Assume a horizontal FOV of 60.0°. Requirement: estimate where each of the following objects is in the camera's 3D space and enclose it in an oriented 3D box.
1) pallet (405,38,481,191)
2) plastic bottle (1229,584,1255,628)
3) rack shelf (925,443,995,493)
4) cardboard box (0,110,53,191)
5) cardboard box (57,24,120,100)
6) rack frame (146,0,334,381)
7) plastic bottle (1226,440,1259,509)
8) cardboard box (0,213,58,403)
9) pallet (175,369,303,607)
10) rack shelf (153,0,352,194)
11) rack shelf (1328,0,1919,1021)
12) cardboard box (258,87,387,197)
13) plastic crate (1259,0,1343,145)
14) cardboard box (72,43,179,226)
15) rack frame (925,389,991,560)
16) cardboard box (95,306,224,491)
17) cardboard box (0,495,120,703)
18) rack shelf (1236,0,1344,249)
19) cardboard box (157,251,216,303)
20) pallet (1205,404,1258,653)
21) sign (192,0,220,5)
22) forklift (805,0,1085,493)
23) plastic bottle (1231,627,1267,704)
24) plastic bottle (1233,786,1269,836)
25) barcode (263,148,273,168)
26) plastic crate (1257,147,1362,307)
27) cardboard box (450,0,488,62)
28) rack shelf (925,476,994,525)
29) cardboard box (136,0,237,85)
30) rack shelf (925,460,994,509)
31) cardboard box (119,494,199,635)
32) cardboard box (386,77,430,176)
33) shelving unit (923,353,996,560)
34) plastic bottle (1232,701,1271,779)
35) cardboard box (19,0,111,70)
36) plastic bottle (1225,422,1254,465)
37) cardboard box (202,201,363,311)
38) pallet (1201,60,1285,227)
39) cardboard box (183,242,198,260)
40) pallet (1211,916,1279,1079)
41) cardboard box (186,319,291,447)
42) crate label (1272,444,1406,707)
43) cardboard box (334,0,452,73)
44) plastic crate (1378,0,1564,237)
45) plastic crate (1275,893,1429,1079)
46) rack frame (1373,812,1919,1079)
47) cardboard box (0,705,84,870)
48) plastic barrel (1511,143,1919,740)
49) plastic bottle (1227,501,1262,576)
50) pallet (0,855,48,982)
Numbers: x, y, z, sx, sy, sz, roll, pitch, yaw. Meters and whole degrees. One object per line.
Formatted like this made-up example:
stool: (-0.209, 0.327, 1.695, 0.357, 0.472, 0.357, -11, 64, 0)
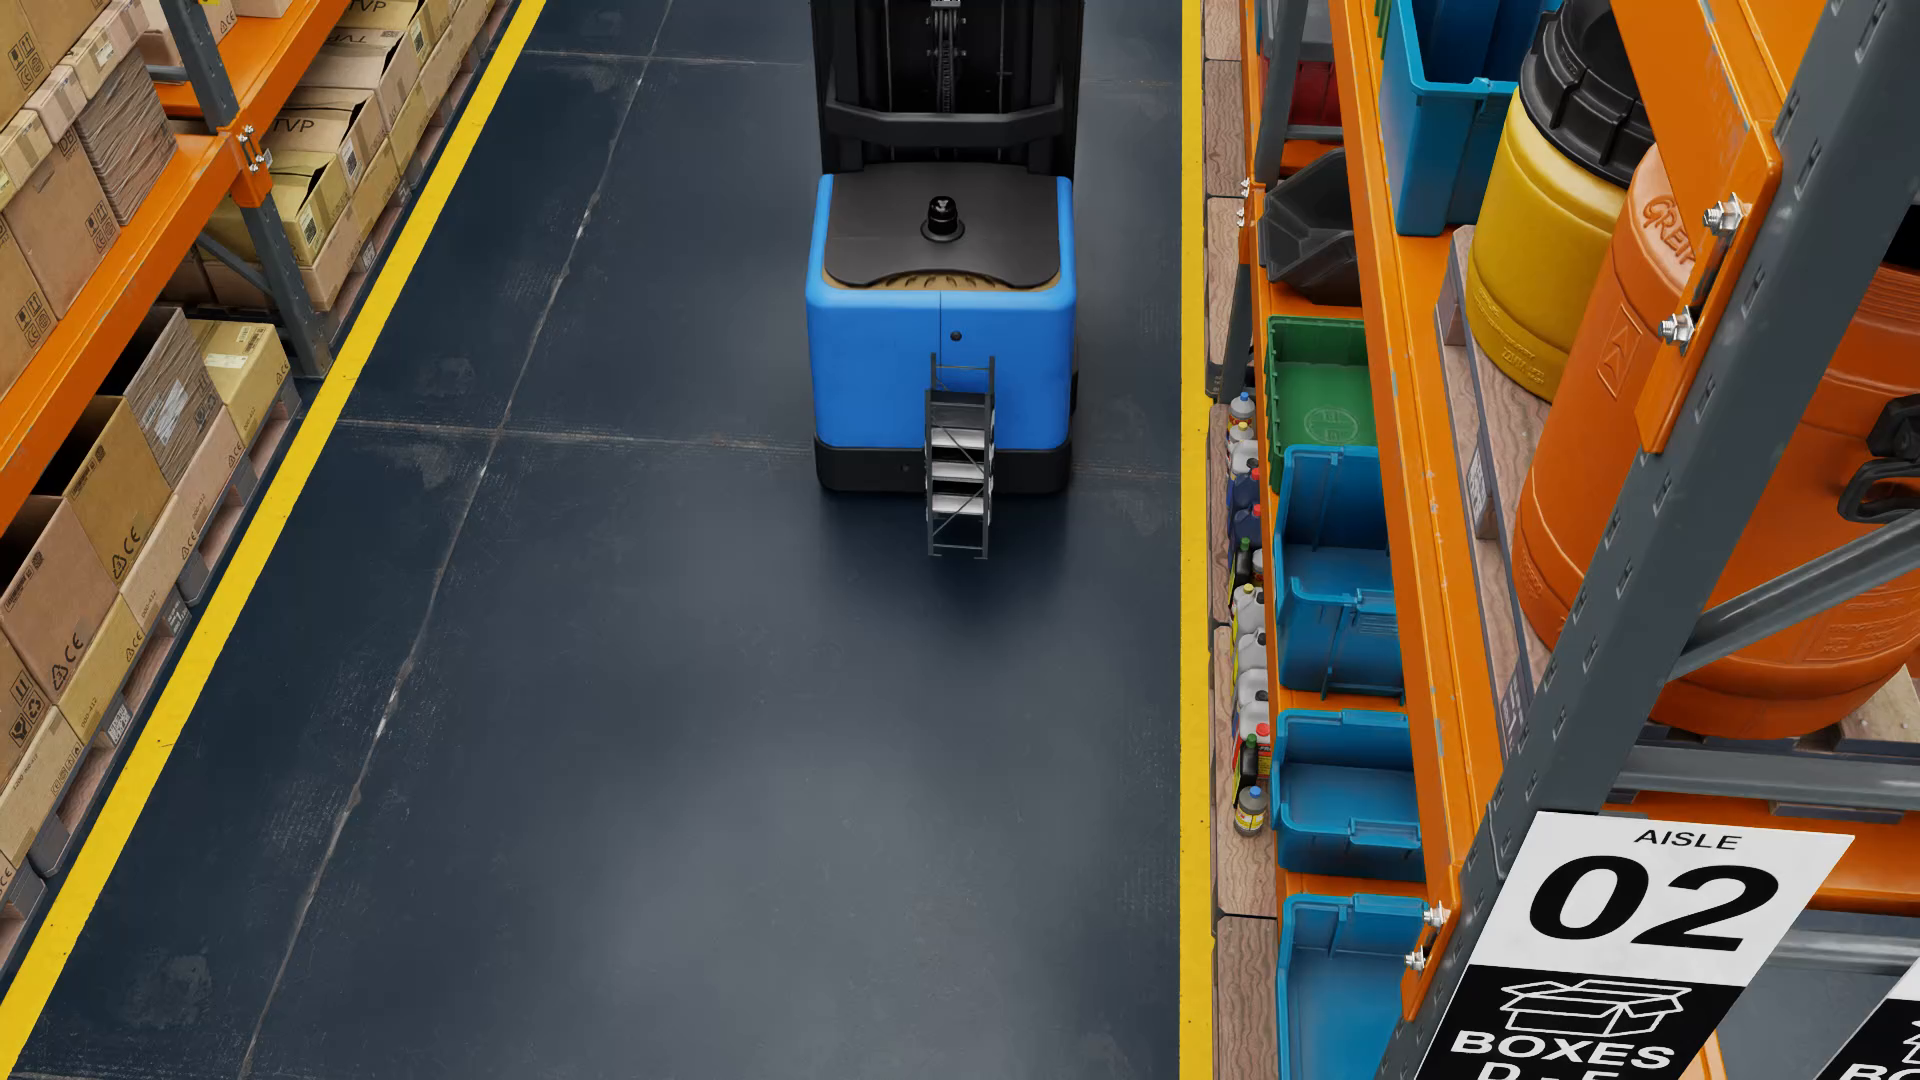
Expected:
pallet: (-3.192, -2.305, 8.741, 1.003, 0.211, 1.213, 4, 48, 4)
plastic bottle: (1.050, 0.239, 6.122, 0.097, 0.201, 0.097, 0, 48, 0)
rack shelf: (0.001, -0.287, 6.474, 0.258, 0.077, 0.200, 4, 48, 4)
cardboard box: (-3.210, -1.274, 5.401, 0.380, 0.149, 0.250, 4, 48, 3)
cardboard box: (-3.165, -1.660, 5.754, 0.380, 0.149, 0.250, 3, 48, 3)
rack frame: (-3.329, -1.803, 6.392, 1.000, 3.000, 0.127, 4, 48, 4)
plastic bottle: (1.135, -0.252, 6.521, 0.152, 0.276, 0.135, 5, 48, 5)
cardboard box: (-3.455, -0.754, 5.365, 0.700, 0.500, 0.500, 5, 48, 4)
pallet: (-3.444, -0.280, 6.889, 1.003, 0.211, 1.213, 4, 48, 4)
rack shelf: (-3.147, -3.030, 8.002, 1.077, 0.370, 4.000, 4, 48, 4)
rack shelf: (1.421, -0.767, 3.899, 1.077, 0.370, 4.000, 4, 48, 4)
cardboard box: (-2.993, -1.860, 7.643, 0.500, 0.311, 0.500, 3, 48, 3)
plastic crate: (1.342, -1.865, 6.405, 0.402, 0.464, 0.583, 4, 48, 4)
cardboard box: (-3.363, -1.510, 6.057, 0.700, 0.500, 0.500, 3, 48, 3)
rack frame: (-0.009, -0.235, 6.381, 0.240, 0.900, 0.006, 4, 48, 4)
cardboard box: (-3.211, -0.548, 6.315, 0.500, 0.500, 0.500, 4, 48, 4)
cardboard box: (-3.284, 0.189, 5.641, 0.500, 0.500, 0.500, 4, 48, 4)
rack shelf: (1.785, -2.694, 7.694, 1.077, 0.370, 4.000, 4, 48, 4)
cardboard box: (-3.580, -1.341, 7.548, 0.500, 0.250, 0.500, 3, 48, 3)
pallet: (1.500, -0.035, 6.665, 1.003, 0.211, 1.213, 4, 48, 4)
sign: (-2.776, -2.085, 6.010, 0.100, 0.325, 0.005, 4, 48, 4)
forklift: (-0.046, -2.255, 6.852, 1.130, 2.935, 3.031, 1, 48, 1)
plastic bottle: (1.043, 0.432, 5.845, 0.144, 0.351, 0.185, 6, 48, 5)
plastic bottle: (0.969, 0.889, 5.528, 0.097, 0.201, 0.097, 0, 48, 0)
barcode: (-2.891, -1.591, 6.944, 0.001, 0.075, 0.075, 4, 48, 4)
plastic crate: (1.429, -1.070, 5.764, 0.767, 0.338, 0.504, 4, 48, 4)
cardboard box: (-2.862, -2.804, 8.887, 0.500, 0.250, 0.500, 5, 48, 4)
rack shelf: (0.001, -0.166, 6.607, 0.258, 0.077, 0.200, 4, 48, 4)
cardboard box: (-3.328, -2.117, 6.781, 0.500, 0.250, 0.500, 7, 48, 6)
rack shelf: (0.001, -0.226, 6.540, 0.258, 0.077, 0.200, 4, 48, 4)
cardboard box: (-3.240, 0.074, 6.254, 0.500, 0.250, 0.500, 4, 48, 4)
cardboard box: (-2.953, -2.053, 8.199, 0.500, 0.250, 0.500, 3, 48, 2)
shelving unit: (0.001, -0.310, 6.449, 0.258, 0.900, 0.210, 4, 48, 4)
plastic bottle: (1.020, 0.681, 5.668, 0.152, 0.276, 0.135, 4, 48, 4)
cardboard box: (-3.363, -1.948, 5.578, 0.700, 0.500, 0.500, 4, 48, 4)
plastic bottle: (1.128, -0.392, 6.700, 0.097, 0.201, 0.097, 0, 48, 0)
cardboard box: (-3.046, -1.296, 7.508, 0.500, 0.250, 0.500, 3, 48, 3)
pallet: (1.745, -2.004, 8.466, 1.003, 0.211, 1.213, 4, 48, 4)
cardboard box: (-3.578, -1.523, 7.335, 0.500, 0.311, 0.500, 4, 48, 4)
pallet: (1.278, 1.758, 5.025, 1.003, 0.211, 1.213, 4, 48, 4)
cardboard box: (-3.154, -0.661, 6.927, 0.500, 0.250, 0.500, 4, 48, 4)
crate label: (1.137, 0.090, 4.637, 0.502, 0.435, 0.616, 4, 48, 4)
cardboard box: (-2.905, -2.623, 8.341, 0.500, 0.311, 0.500, 5, 48, 5)
plastic crate: (1.112, -0.956, 3.596, 0.392, 0.384, 0.575, 4, 48, 4)
plastic crate: (0.986, 1.135, 3.806, 0.499, 0.251, 0.616, 4, 48, 4)
rack frame: (1.239, 1.472, 3.396, 1.000, 3.000, 0.127, 4, 48, 4)
cardboard box: (-3.336, 0.809, 5.582, 0.500, 0.250, 0.500, 4, 48, 4)
plastic barrel: (1.156, -0.192, 2.311, 0.600, 0.830, 0.708, 4, 48, 4)
plastic bottle: (1.099, -0.017, 6.256, 0.144, 0.351, 0.185, 2, 48, 2)
pallet: (-3.666, 1.513, 5.249, 1.003, 0.211, 1.213, 4, 48, 4)
